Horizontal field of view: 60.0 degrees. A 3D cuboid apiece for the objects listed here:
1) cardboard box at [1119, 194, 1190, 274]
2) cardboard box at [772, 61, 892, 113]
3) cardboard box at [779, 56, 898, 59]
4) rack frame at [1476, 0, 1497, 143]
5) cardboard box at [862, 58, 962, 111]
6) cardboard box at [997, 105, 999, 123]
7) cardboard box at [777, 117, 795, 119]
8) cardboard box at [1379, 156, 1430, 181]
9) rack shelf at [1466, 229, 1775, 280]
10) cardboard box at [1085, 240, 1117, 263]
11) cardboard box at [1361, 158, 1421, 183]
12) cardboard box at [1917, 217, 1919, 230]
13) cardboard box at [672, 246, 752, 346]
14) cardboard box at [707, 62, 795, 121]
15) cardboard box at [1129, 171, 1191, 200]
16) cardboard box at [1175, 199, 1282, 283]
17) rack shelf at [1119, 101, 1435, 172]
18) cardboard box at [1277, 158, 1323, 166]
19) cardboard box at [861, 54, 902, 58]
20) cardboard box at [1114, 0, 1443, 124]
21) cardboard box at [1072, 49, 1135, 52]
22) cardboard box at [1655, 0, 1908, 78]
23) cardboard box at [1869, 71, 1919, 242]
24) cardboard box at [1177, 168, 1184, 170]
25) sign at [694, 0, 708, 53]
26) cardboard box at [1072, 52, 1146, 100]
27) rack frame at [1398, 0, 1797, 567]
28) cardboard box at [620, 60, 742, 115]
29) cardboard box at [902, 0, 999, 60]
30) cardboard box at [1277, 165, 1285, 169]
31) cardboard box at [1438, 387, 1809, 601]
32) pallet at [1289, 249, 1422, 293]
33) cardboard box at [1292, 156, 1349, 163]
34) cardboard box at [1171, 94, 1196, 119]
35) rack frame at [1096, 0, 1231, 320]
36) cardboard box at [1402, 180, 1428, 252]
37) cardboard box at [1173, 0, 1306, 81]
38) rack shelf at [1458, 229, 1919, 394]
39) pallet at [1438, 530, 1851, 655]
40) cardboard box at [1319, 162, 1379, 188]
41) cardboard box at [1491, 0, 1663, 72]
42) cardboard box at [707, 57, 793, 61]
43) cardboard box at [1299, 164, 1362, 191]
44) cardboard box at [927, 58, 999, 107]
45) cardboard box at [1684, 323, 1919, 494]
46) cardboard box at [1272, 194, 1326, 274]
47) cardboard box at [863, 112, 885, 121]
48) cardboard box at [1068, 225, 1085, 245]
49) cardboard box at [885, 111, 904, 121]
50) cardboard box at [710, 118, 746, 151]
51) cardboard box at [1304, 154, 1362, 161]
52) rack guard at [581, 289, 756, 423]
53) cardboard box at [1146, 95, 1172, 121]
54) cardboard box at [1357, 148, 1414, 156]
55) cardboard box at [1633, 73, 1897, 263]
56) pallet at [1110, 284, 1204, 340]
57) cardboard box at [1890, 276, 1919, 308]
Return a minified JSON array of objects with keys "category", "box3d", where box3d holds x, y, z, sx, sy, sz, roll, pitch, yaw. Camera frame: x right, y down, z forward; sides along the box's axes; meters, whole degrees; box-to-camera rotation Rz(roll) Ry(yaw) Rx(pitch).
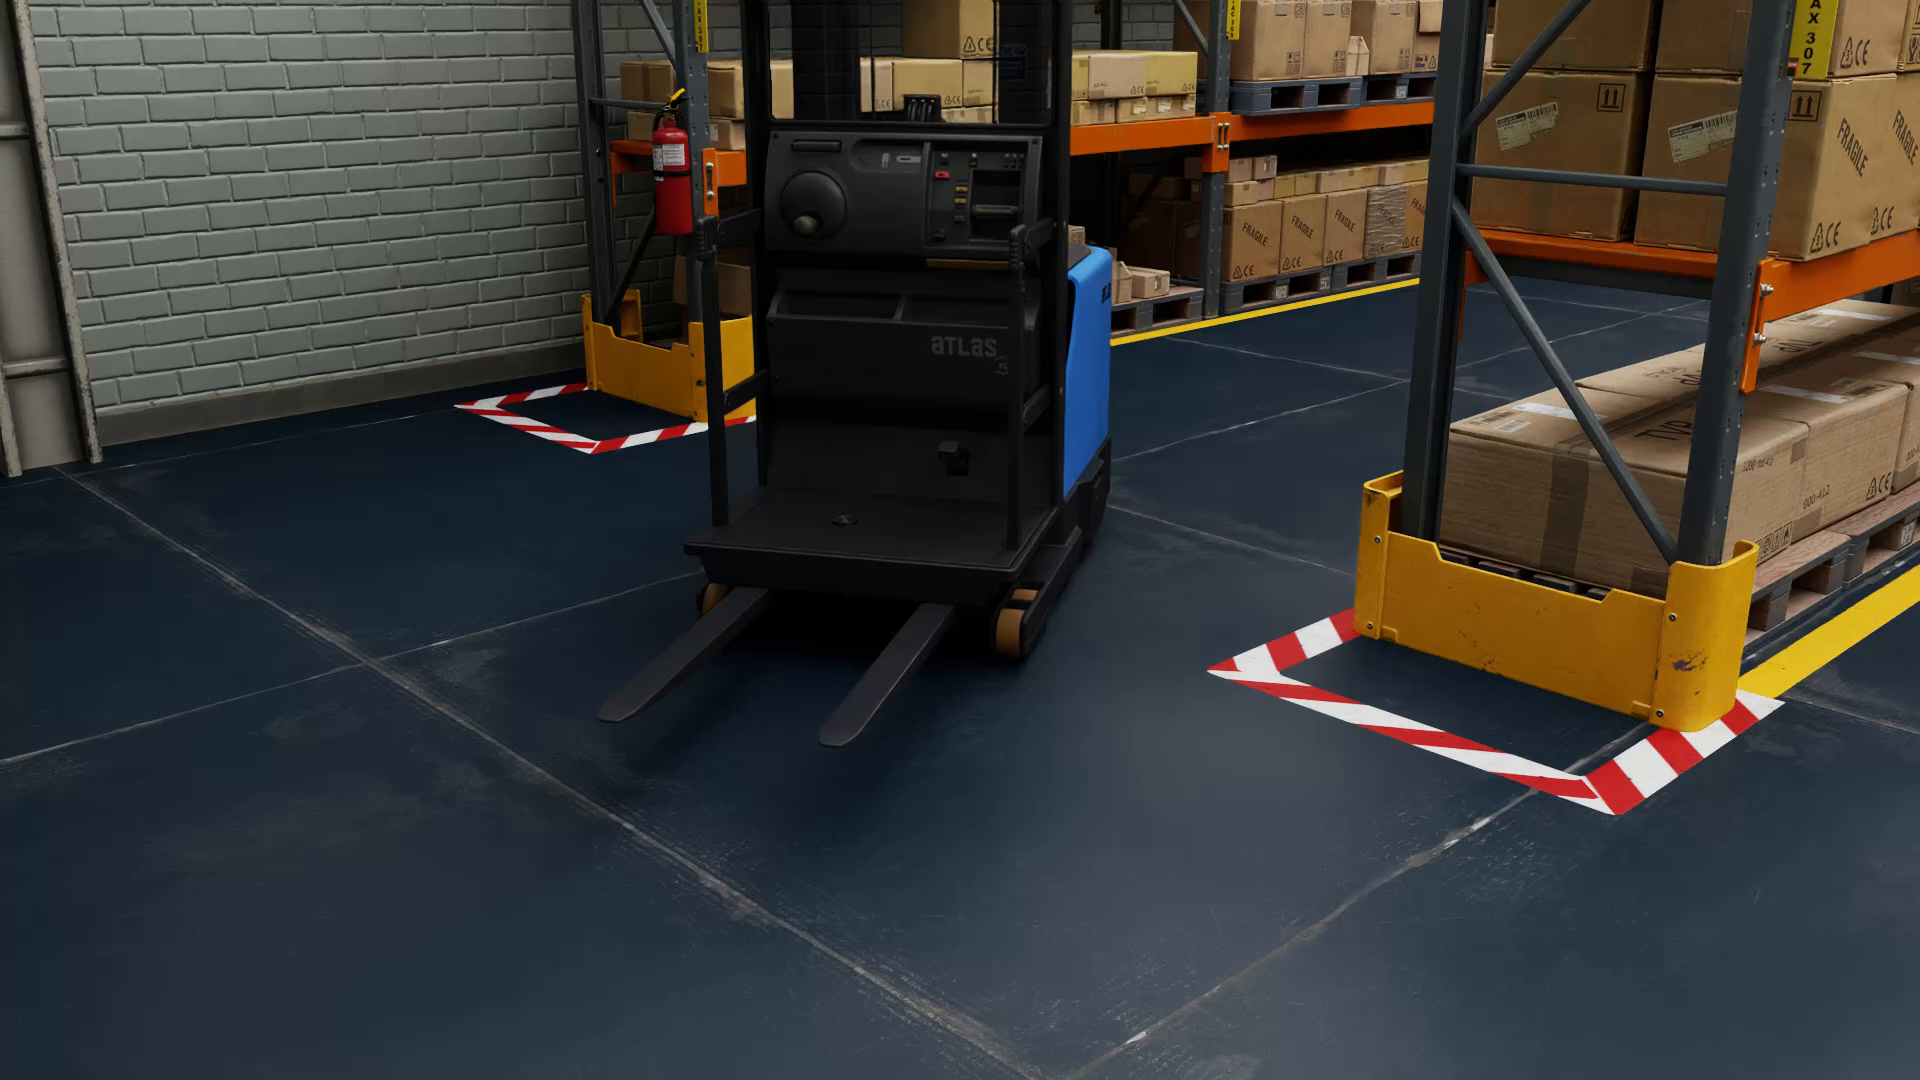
[{"category":"cardboard box","box3d":[1.477,-2.178,11.710,0.500,0.500,0.500,-16,24,-41]},{"category":"cardboard box","box3d":[-0.702,-2.362,8.667,0.500,0.250,0.500,-16,24,-40]},{"category":"cardboard box","box3d":[-0.692,-2.589,9.367,0.500,0.250,0.500,-15,23,-39]},{"category":"rack frame","box3d":[7.428,-4.081,12.893,4.036,3.426,6.040,-16,24,-41]},{"category":"cardboard box","box3d":[-0.336,-2.470,9.000,0.500,0.250,0.500,-17,24,-42]},{"category":"cardboard box","box3d":[0.132,-2.430,9.523,0.250,0.149,0.380,-16,24,-41]},{"category":"cardboard box","box3d":[-1.002,-2.102,8.512,0.250,0.149,0.380,-15,24,-39]},{"category":"cardboard box","box3d":[3.424,-2.846,12.718,0.250,0.149,0.380,-15,23,-39]},{"category":"rack shelf","box3d":[5.021,-2.920,3.801,3.910,4.714,5.869,-16,24,-41]},{"category":"cardboard box","box3d":[0.681,-1.830,10.945,0.500,0.311,0.500,-15,23,-39]},{"category":"cardboard box","box3d":[3.243,-2.793,12.555,0.250,0.149,0.380,-17,24,-42]},{"category":"cardboard box","box3d":[3.107,-1.340,5.591,0.500,0.500,0.500,-16,24,-41]},{"category":"cardboard box","box3d":[-1.073,-1.270,8.904,0.797,0.503,0.637,17,24,42]},{"category":"cardboard box","box3d":[-1.068,-2.255,8.337,0.500,0.250,0.500,-16,24,-41]},{"category":"cardboard box","box3d":[1.393,-2.459,11.524,0.380,0.149,0.250,17,24,42]},{"category":"cardboard box","box3d":[1.830,-2.059,11.345,0.500,0.500,0.500,-15,23,-38]},{"category":"rack shelf","box3d":[2.777,-3.078,12.282,4.000,0.370,1.077,-16,24,-41]},{"category":"cardboard box","box3d":[2.509,-2.789,12.544,0.265,0.149,0.390,-16,24,-41]},{"category":"cardboard box","box3d":[-0.312,-2.700,9.709,0.500,0.250,0.500,-16,24,-41]},{"category":"cardboard box","box3d":[2.058,-3.298,11.286,3.665,0.713,0.828,-15,24,-39]},{"category":"cardboard box","box3d":[0.778,-3.022,10.704,0.500,0.250,0.500,-17,24,-41]},{"category":"cardboard box","box3d":[2.375,-1.599,4.768,0.500,0.500,0.500,-17,25,-42]},{"category":"cardboard box","box3d":[2.725,-1.236,5.271,0.500,0.500,0.500,-17,24,-42]},{"category":"cardboard box","box3d":[1.751,-2.569,11.865,0.250,0.149,0.380,-16,24,-40]},{"category":"sign","box3d":[-1.210,-2.439,7.741,0.005,0.325,0.100,-16,24,-41]},{"category":"cardboard box","box3d":[0.767,-2.795,10.002,0.500,0.250,0.500,-16,24,-41]},{"category":"rack frame","box3d":[1.830,-1.038,4.821,0.127,3.000,1.000,-16,24,-41]},{"category":"cardboard box","box3d":[-1.431,-2.376,8.711,0.500,0.250,0.500,-15,23,-39]},{"category":"cardboard box","box3d":[0.022,-2.930,9.202,0.500,0.500,0.500,-15,24,-39]},{"category":"cardboard box","box3d":[2.156,-2.675,12.193,0.250,0.149,0.380,-15,23,-39]},{"category":"cardboard box","box3d":[2.241,-0.181,5.652,0.875,0.438,0.875,17,24,42]},{"category":"pallet","box3d":[2.776,-2.111,12.653,1.213,0.211,1.003,-16,24,-41]},{"category":"cardboard box","box3d":[2.734,-2.837,12.691,0.250,0.149,0.380,-16,24,-40]},{"category":"cardboard box","box3d":[1.266,-2.753,10.520,0.250,0.149,0.380,-16,24,-40]},{"category":"rack frame","box3d":[1.324,-2.997,10.864,0.127,3.000,1.000,-16,24,-41]},{"category":"cardboard box","box3d":[3.321,-2.502,12.710,0.500,0.500,0.500,-15,23,-39]},{"category":"cardboard box","box3d":[1.829,-3.296,10.945,0.500,0.500,0.700,-15,24,-39]},{"category":"rack shelf","box3d":[3.284,-1.119,6.239,4.000,0.370,1.077,-16,24,-41]},{"category":"pallet","box3d":[2.358,0.102,5.828,1.213,0.211,1.003,-16,24,-41]},{"category":"cardboard box","box3d":[2.849,-2.687,12.228,0.250,0.149,0.380,-16,24,-41]},{"category":"cardboard box","box3d":[2.017,-1.716,5.131,0.500,0.500,0.500,-15,23,-39]},{"category":"cardboard box","box3d":[-1.055,-2.485,9.047,0.500,0.250,0.500,-16,24,-41]},{"category":"cardboard box","box3d":[2.673,-2.623,12.032,0.250,0.149,0.380,-15,23,-39]},{"category":"cardboard box","box3d":[0.021,-2.583,9.349,0.500,0.250,0.500,-17,25,-42]},{"category":"cardboard box","box3d":[3.557,-0.567,6.844,0.875,0.438,0.875,17,25,42]},{"category":"cardboard box","box3d":[2.210,-2.174,11.700,0.500,0.500,0.500,-17,24,-42]},{"category":"cardboard box","box3d":[-0.610,-2.205,8.830,0.250,0.149,0.380,-15,23,-39]},{"category":"cardboard box","box3d":[0.329,-1.661,10.115,0.700,0.500,0.500,17,24,42]},{"category":"cardboard box","box3d":[-0.420,-2.263,9.008,0.250,0.149,0.380,-16,24,-40]},{"category":"cardboard box","box3d":[-1.155,-2.038,8.314,0.250,0.149,0.380,-16,24,-41]},{"category":"cardboard box","box3d":[2.882,-2.899,12.883,0.250,0.149,0.380,-17,24,-42]},{"category":"rack guard","box3d":[-1.527,-0.976,8.685,0.348,0.500,1.175,-16,24,-41]},{"category":"cardboard box","box3d":[1.091,-2.693,10.334,0.250,0.149,0.380,-15,24,-39]},{"category":"cardboard box","box3d":[3.426,-3.073,13.418,0.250,0.149,0.380,-15,23,-39]},{"category":"cardboard box","box3d":[2.376,-1.122,4.921,0.500,0.500,0.500,-17,24,-41]},{"category":"pallet","box3d":[0.824,-1.525,10.846,1.213,0.211,1.003,-16,24,-41]},{"category":"cardboard box","box3d":[5.132,-1.223,8.159,0.875,0.875,0.875,-15,23,-39]}]
